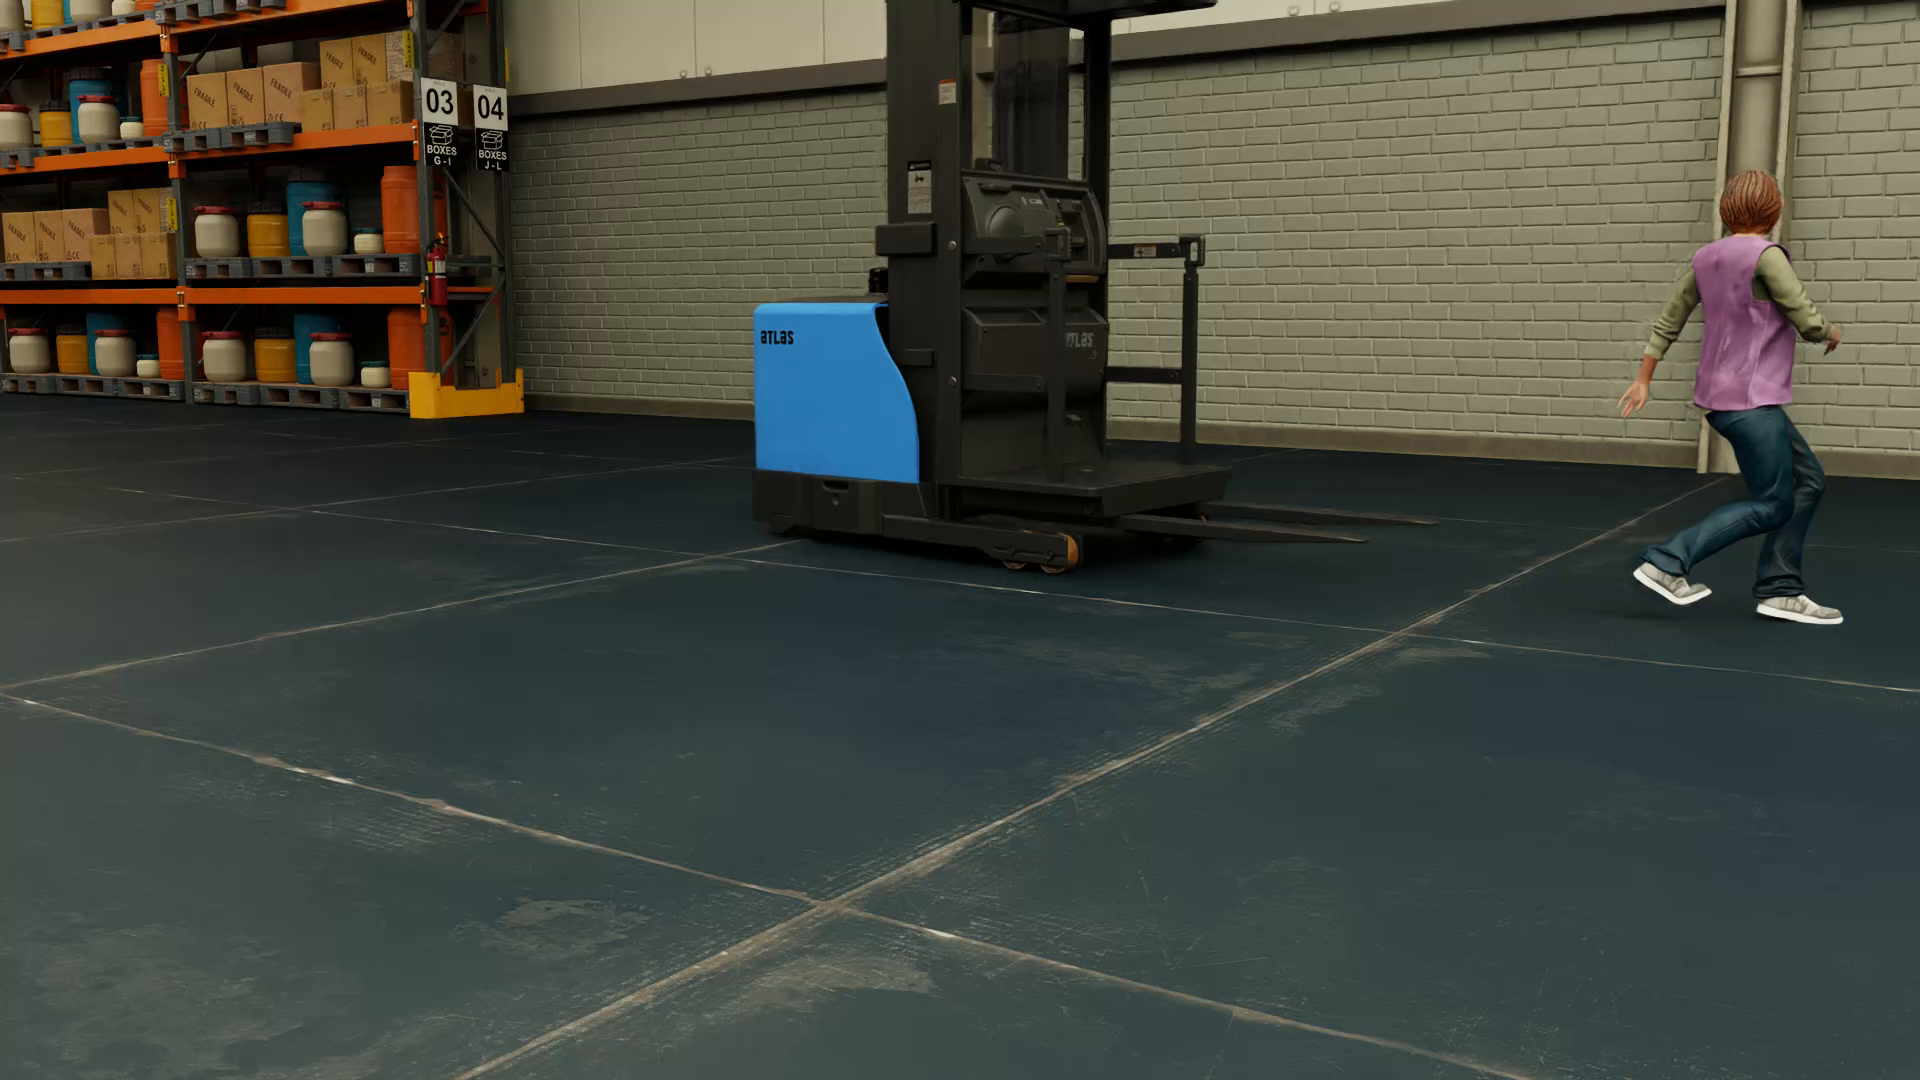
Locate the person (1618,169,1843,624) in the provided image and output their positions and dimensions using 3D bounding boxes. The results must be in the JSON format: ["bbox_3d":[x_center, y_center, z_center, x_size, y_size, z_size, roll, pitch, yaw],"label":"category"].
[{"bbox_3d":[2.647,-0.469,5.631,0.719,1.510,0.465,1,8,10],"label":"person"}]

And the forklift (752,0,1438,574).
[{"bbox_3d":[0.491,-1.397,7.020,3.031,2.935,1.130,7,10,39],"label":"forklift"}]
